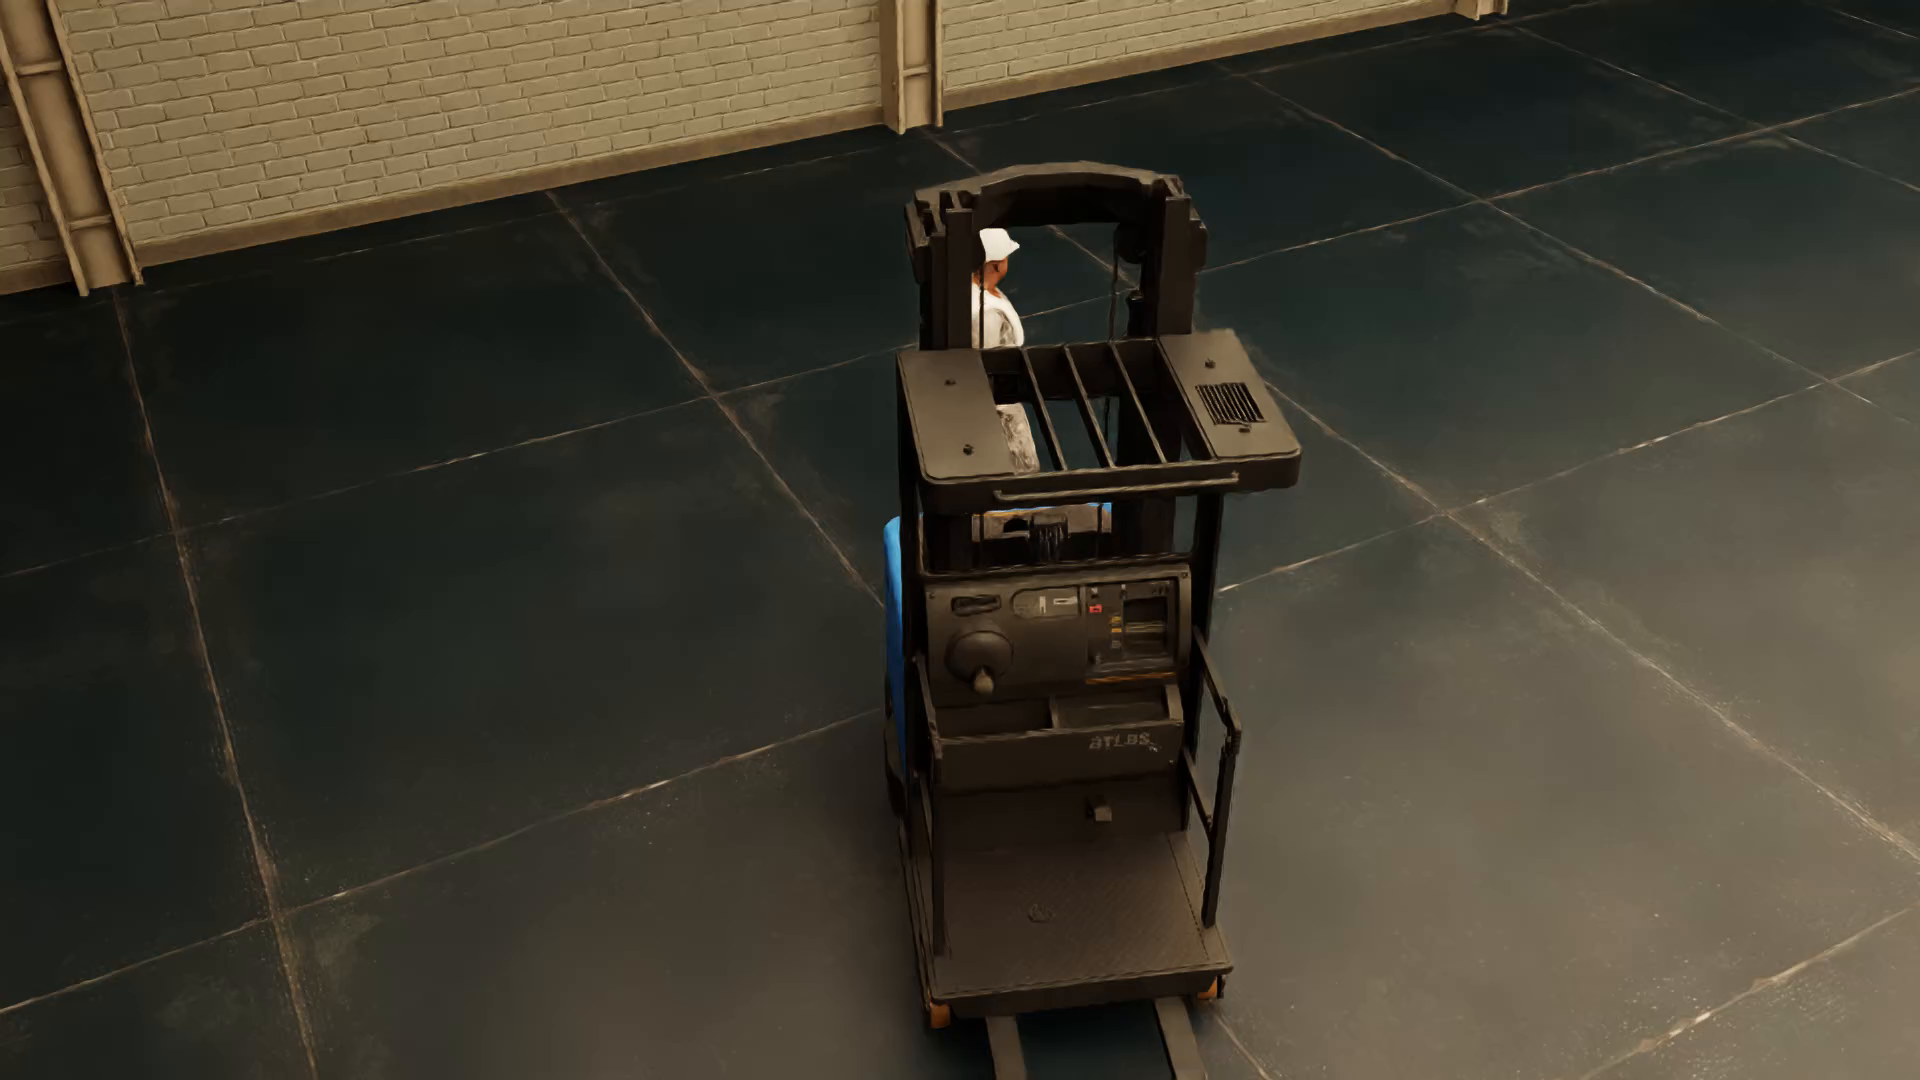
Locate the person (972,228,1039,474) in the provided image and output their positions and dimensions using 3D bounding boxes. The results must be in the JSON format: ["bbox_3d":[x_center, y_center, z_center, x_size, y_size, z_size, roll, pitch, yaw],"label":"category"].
[{"bbox_3d":[0.139,-0.731,8.196,0.587,1.755,0.707,-11,37,-15],"label":"person"}]

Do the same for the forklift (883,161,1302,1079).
[{"bbox_3d":[0.377,0.378,5.588,1.130,2.935,3.031,-5,36,-6],"label":"forklift"}]
